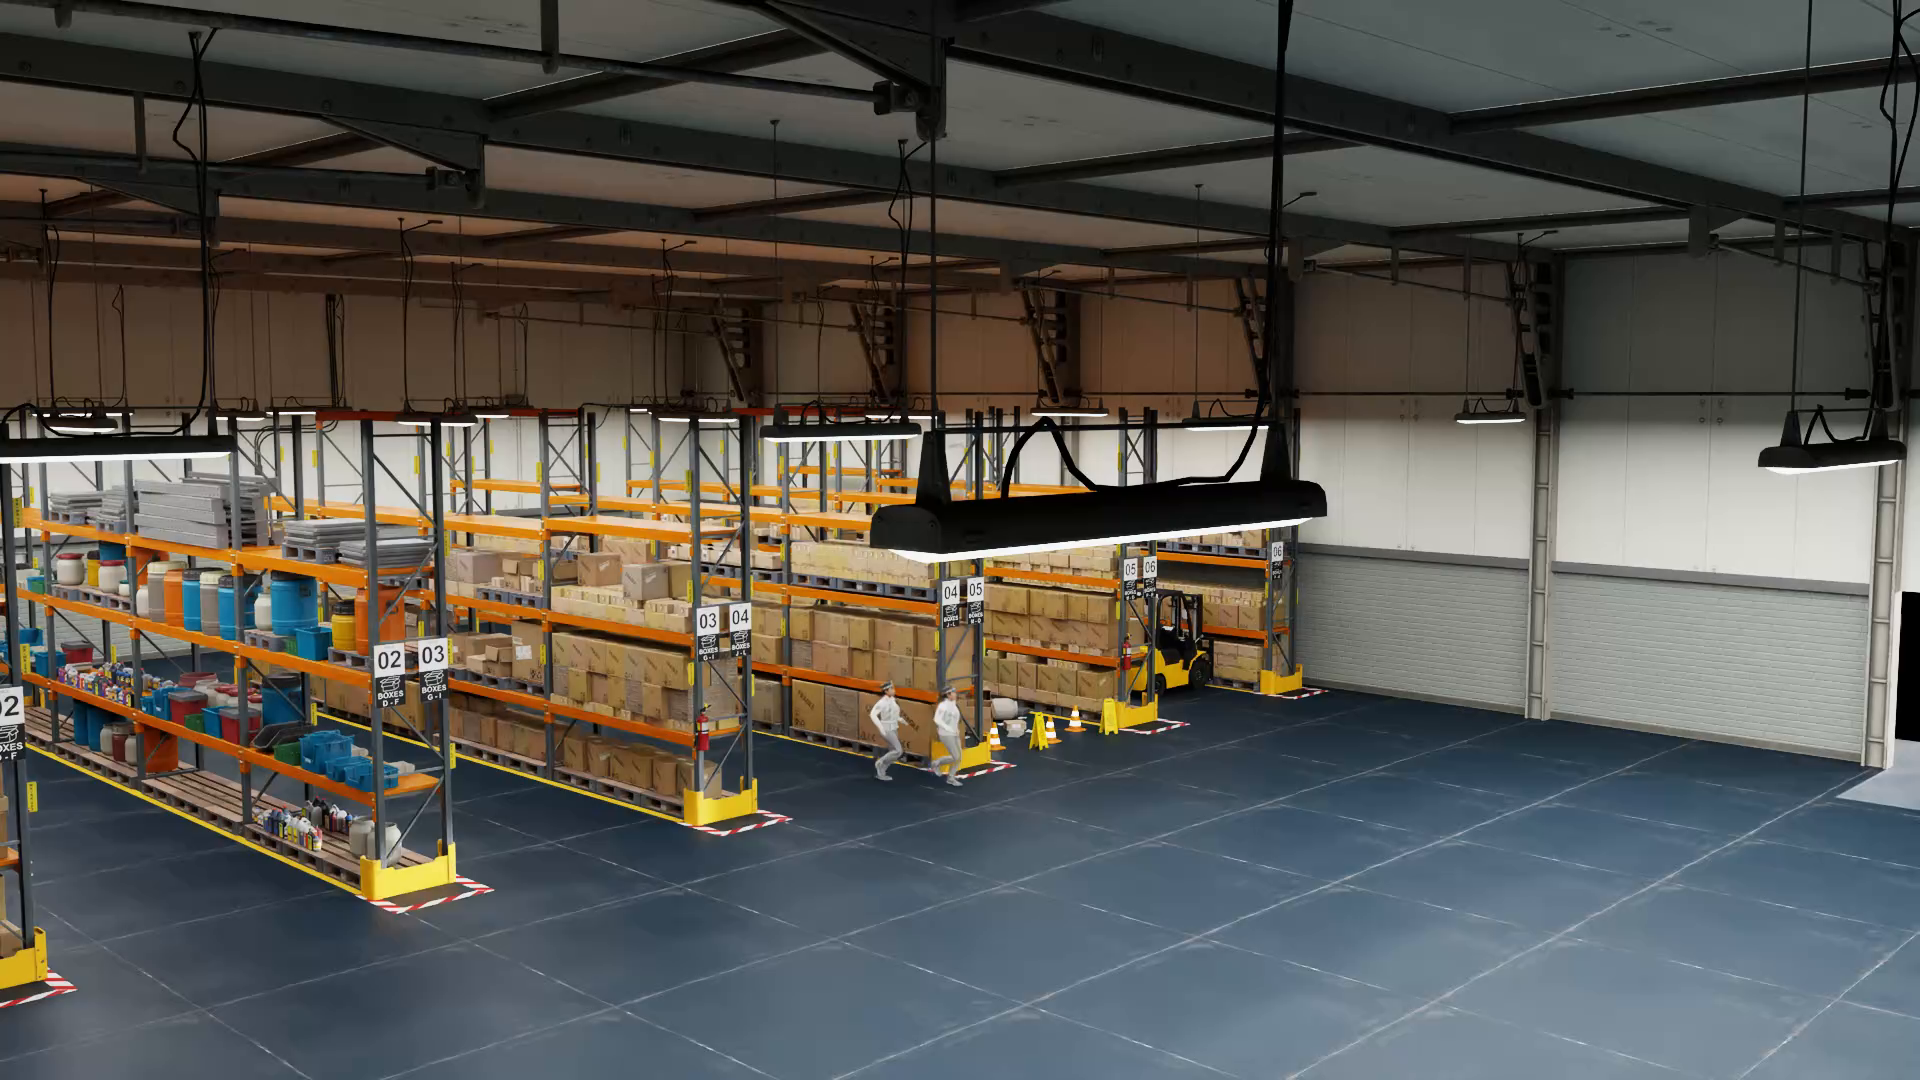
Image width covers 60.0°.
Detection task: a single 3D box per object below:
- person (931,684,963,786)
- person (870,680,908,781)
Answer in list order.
[{"bbox_3d":[-0.182,3.141,26.863,0.478,1.671,0.655,3,6,28],"label":"person"},{"bbox_3d":[-1.120,3.101,27.087,0.543,1.653,0.609,2,5,20],"label":"person"}]
